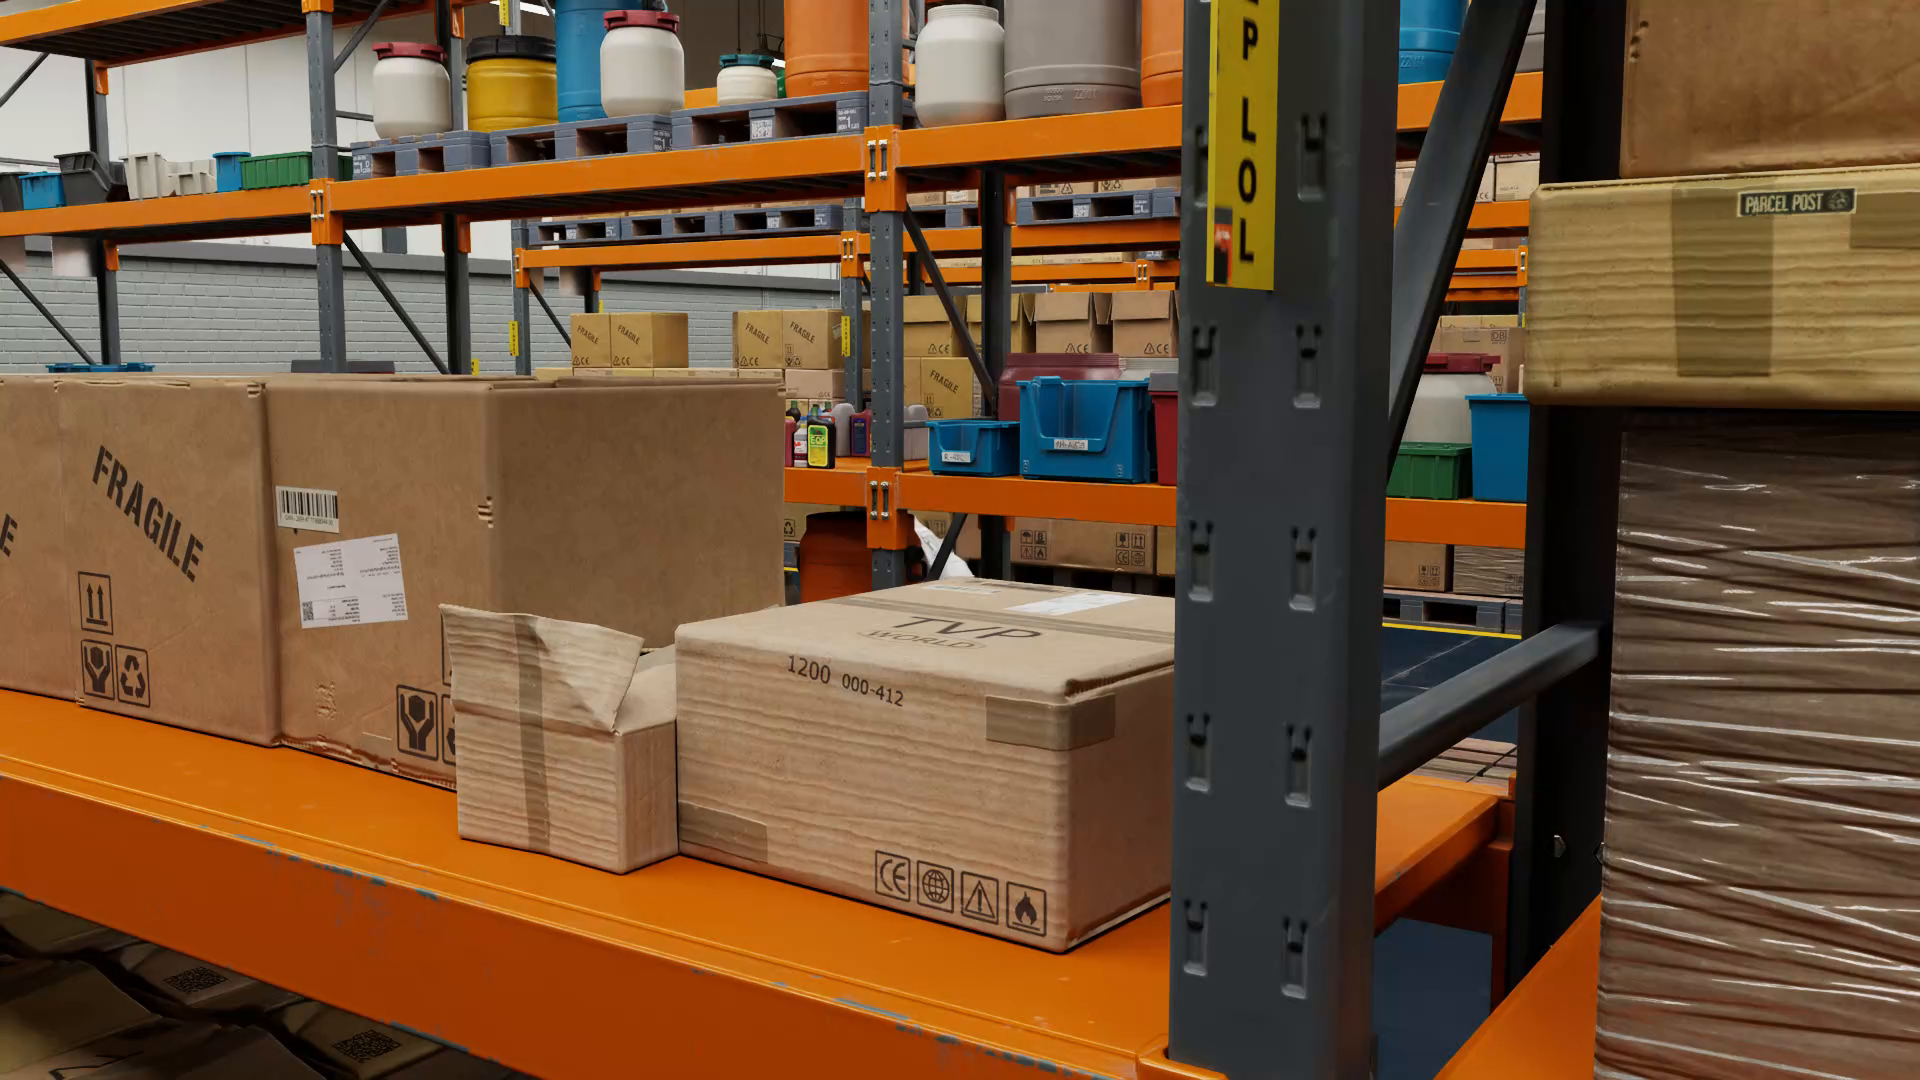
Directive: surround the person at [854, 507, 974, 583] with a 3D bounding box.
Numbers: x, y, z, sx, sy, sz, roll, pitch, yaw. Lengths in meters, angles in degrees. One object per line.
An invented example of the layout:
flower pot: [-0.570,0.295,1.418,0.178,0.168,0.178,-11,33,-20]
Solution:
person: [-0.320,0.201,10.418,0.829,0.961,0.494,4,8,34]
